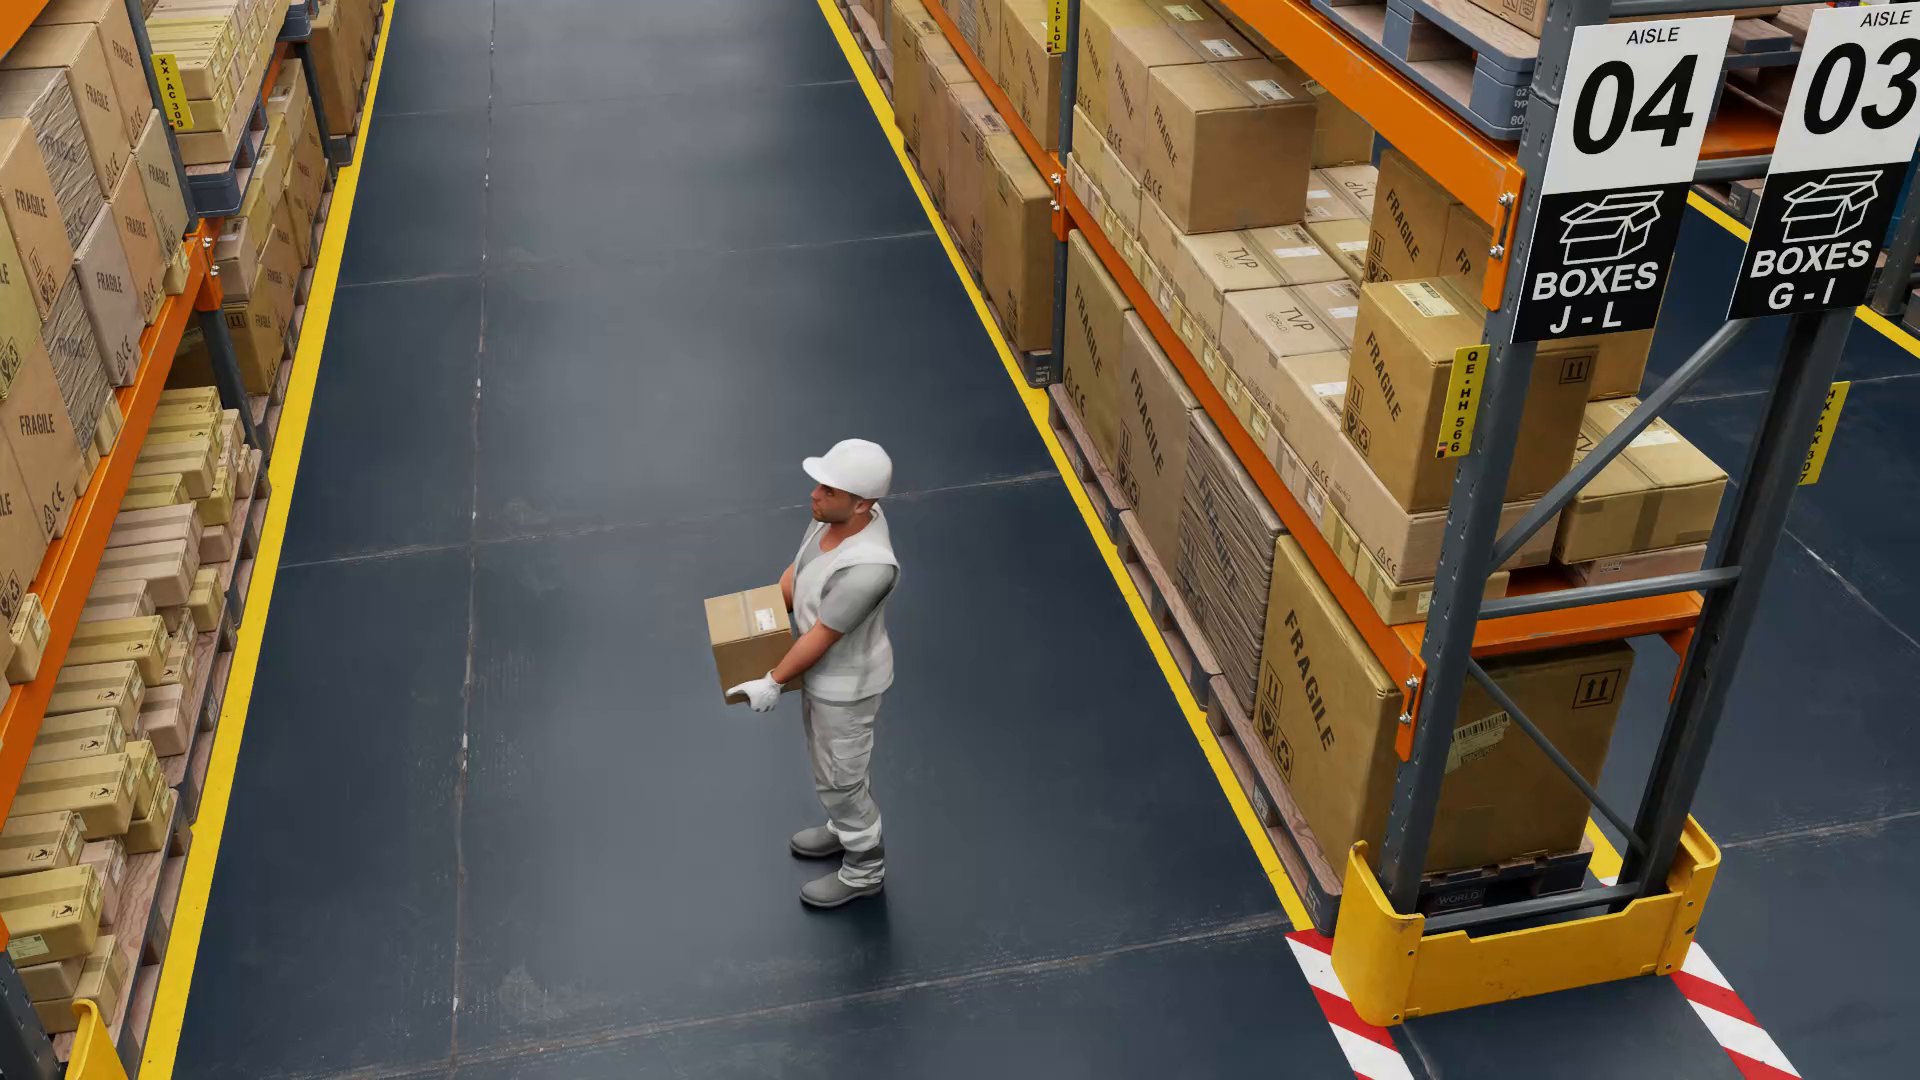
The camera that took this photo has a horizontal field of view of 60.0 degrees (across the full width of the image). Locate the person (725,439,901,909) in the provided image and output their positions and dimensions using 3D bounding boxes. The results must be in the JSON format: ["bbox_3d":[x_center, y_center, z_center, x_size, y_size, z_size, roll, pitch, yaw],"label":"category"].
[{"bbox_3d":[-0.487,0.461,5.445,0.573,1.782,0.494,-7,35,-10],"label":"person"}]
